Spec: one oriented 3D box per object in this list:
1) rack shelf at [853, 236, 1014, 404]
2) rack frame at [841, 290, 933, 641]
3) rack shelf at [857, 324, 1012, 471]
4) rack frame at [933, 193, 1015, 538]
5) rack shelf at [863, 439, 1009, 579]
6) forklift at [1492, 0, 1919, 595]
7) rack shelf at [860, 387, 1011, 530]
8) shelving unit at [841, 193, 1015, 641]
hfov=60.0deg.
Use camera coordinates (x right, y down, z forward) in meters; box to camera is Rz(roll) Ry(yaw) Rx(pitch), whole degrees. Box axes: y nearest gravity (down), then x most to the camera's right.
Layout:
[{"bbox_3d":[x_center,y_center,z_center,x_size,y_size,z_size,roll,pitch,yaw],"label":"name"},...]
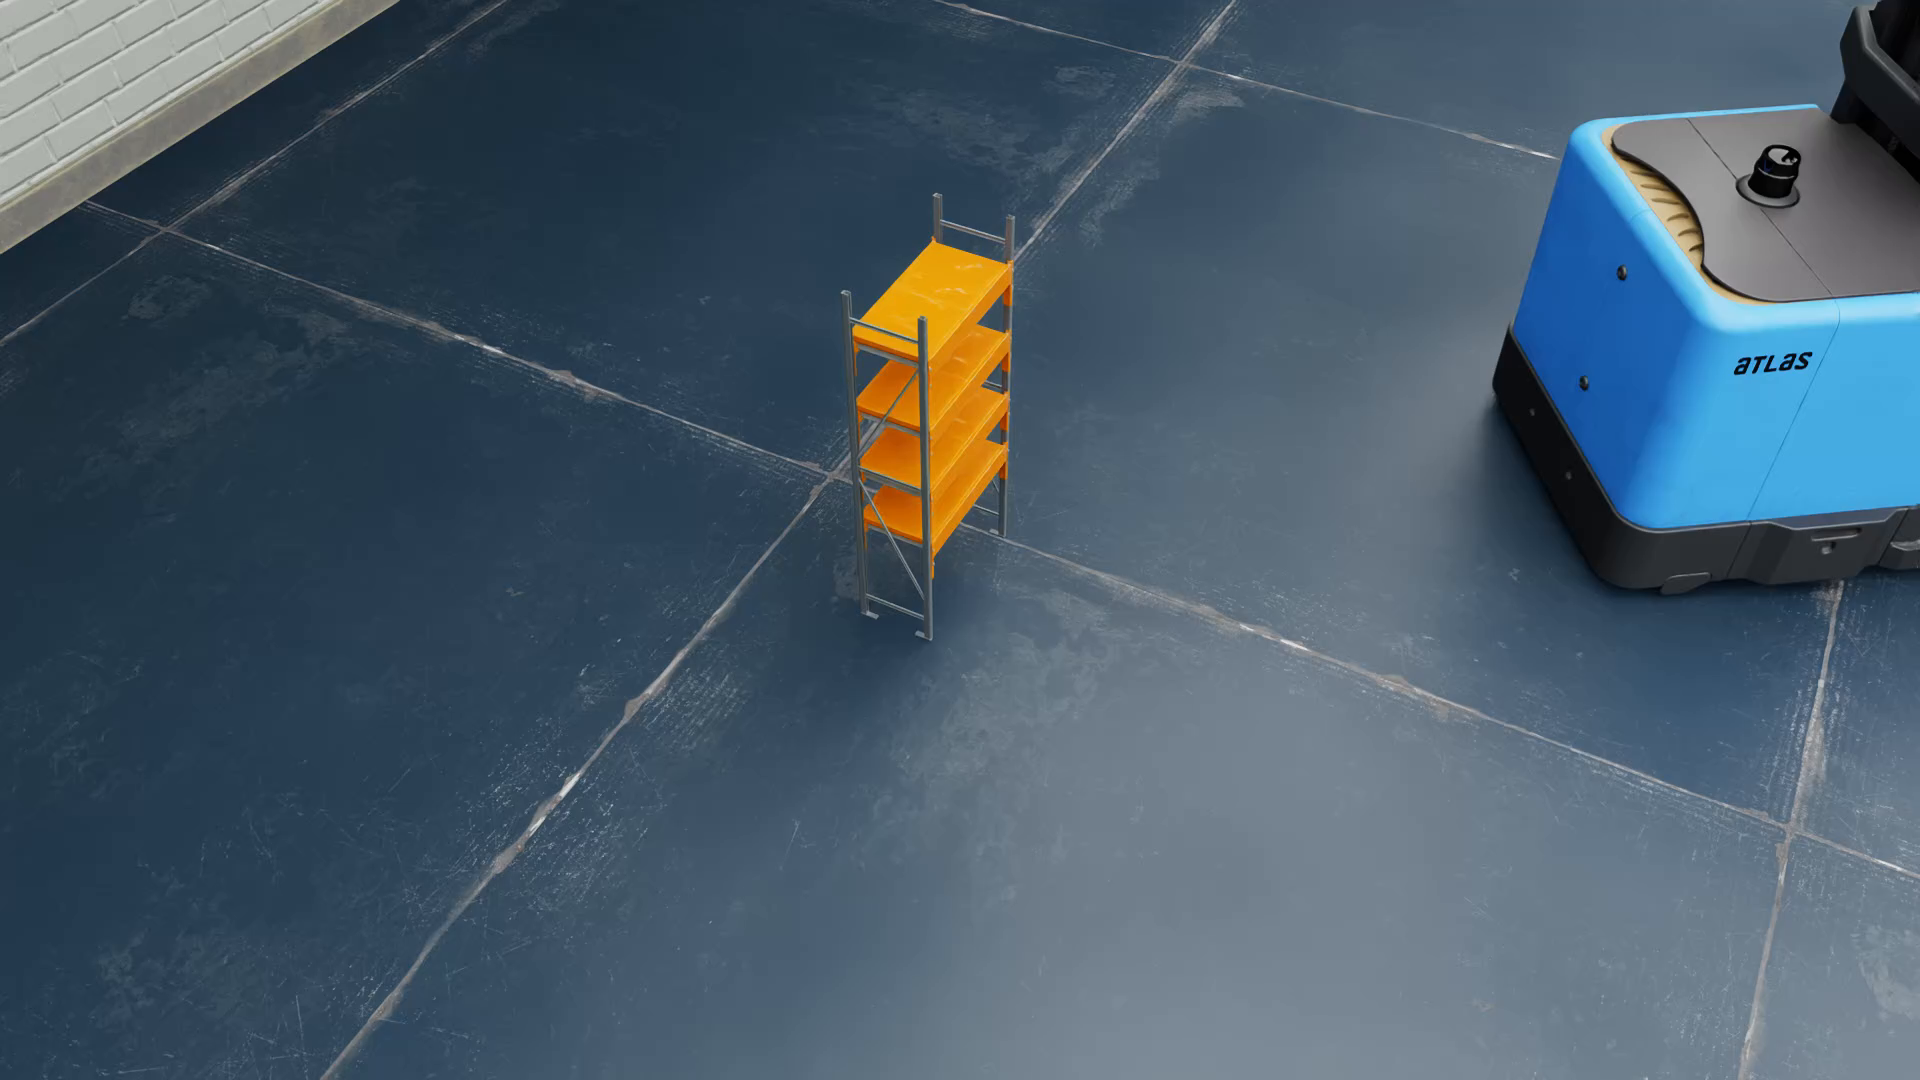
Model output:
[{"bbox_3d":[-0.077,-0.594,4.441,0.258,0.148,0.480,20,49,19],"label":"rack shelf"},{"bbox_3d":[-0.190,-0.164,4.568,0.240,1.200,0.015,20,49,19],"label":"rack frame"},{"bbox_3d":[-0.077,-0.427,4.609,0.258,0.148,0.480,20,49,19],"label":"rack shelf"},{"bbox_3d":[0.036,-0.471,4.872,0.240,1.200,0.015,20,49,19],"label":"rack frame"},{"bbox_3d":[-0.077,-0.131,4.909,0.258,0.148,0.480,20,49,19],"label":"rack shelf"},{"bbox_3d":[3.371,-1.332,4.506,3.031,2.935,1.130,-5,46,-5],"label":"forklift"},{"bbox_3d":[-0.077,-0.270,4.768,0.258,0.148,0.480,20,49,19],"label":"rack shelf"},{"bbox_3d":[-0.077,-0.317,4.720,0.258,1.200,0.503,20,49,19],"label":"shelving unit"}]
